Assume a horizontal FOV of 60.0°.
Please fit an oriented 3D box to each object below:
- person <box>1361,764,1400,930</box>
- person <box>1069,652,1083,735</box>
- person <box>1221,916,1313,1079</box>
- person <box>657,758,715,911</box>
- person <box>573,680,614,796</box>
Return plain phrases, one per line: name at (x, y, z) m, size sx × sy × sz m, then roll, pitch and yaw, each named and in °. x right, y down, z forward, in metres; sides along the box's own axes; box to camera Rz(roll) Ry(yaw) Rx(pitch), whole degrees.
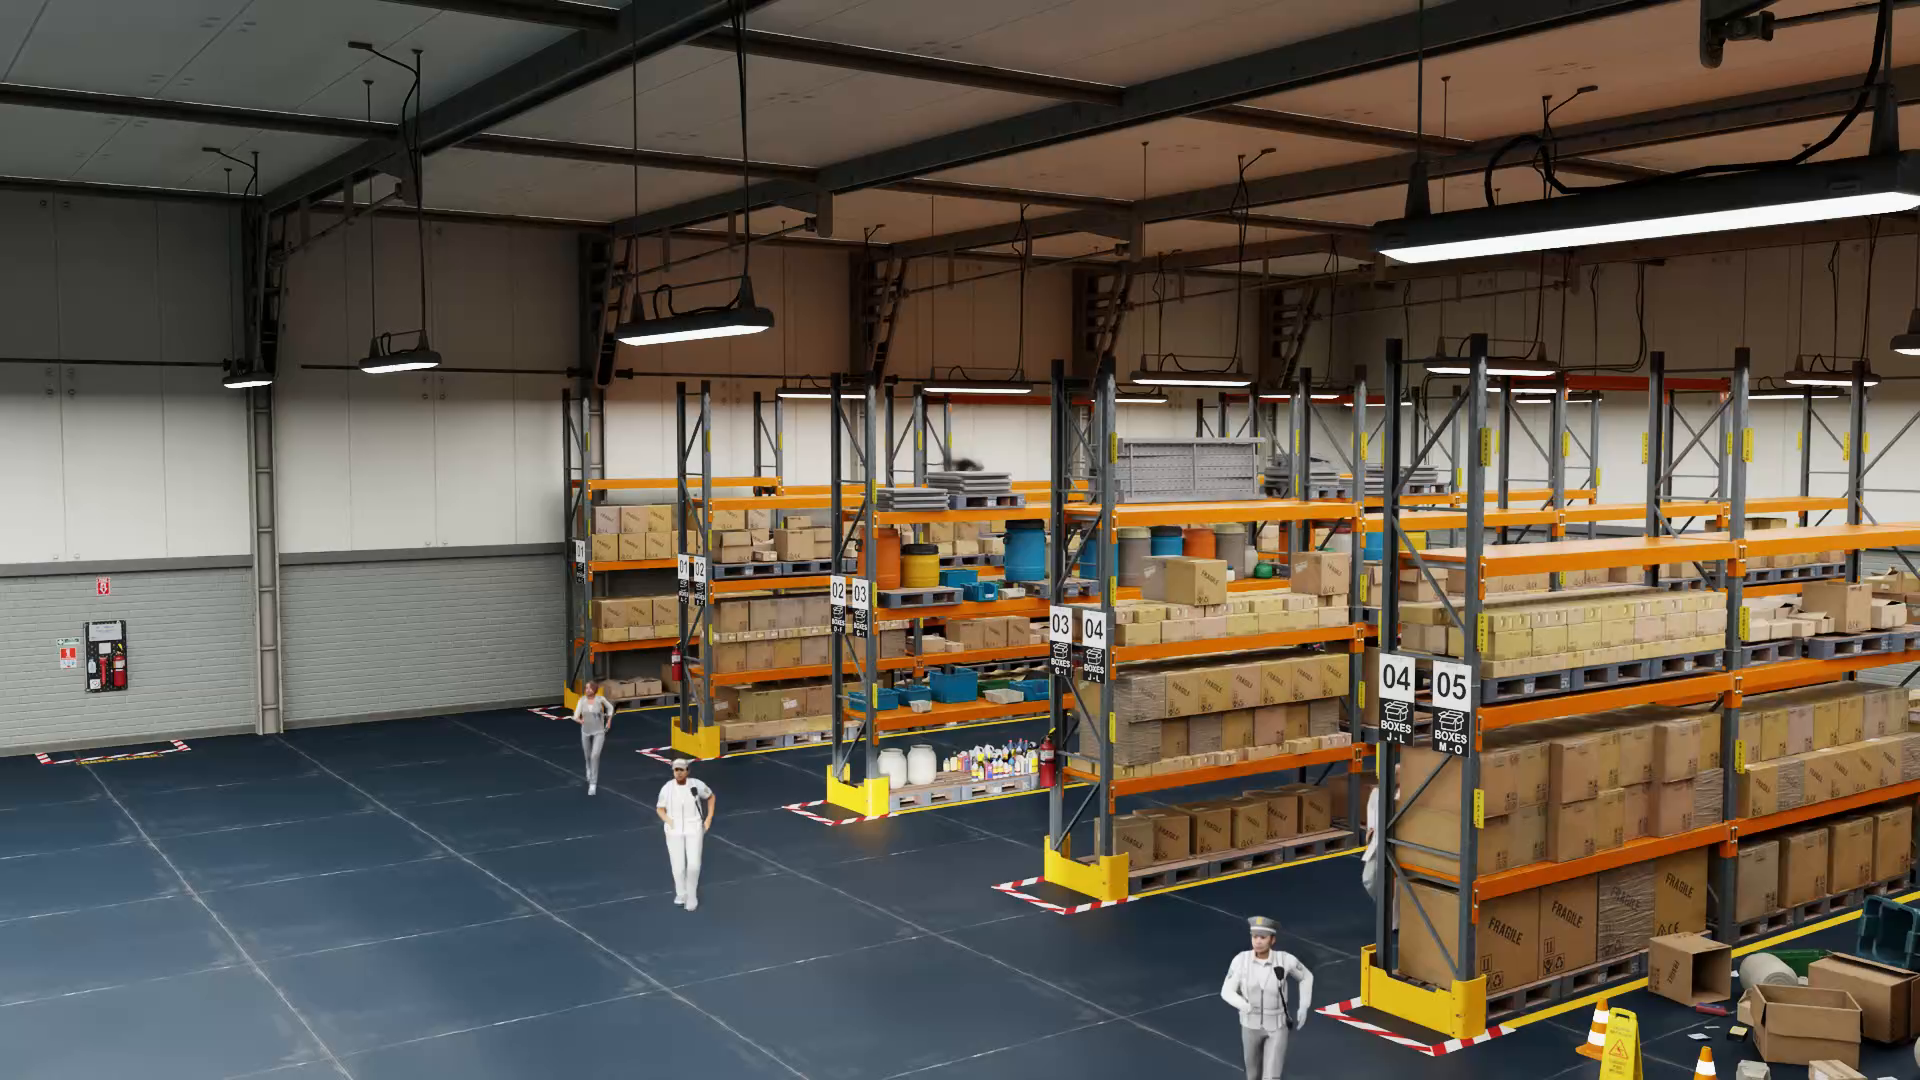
person at (4.425, 3.224, 17.171) m, size 0.680 × 1.659 × 0.691 m, roll 3°, pitch 5°, yaw 39°
person at (2.072, 2.471, 28.279) m, size 0.659 × 1.674 × 0.600 m, roll 3°, pitch 5°, yaw 43°
person at (2.226, 3.544, 12.067) m, size 0.621 × 1.733 × 0.916 m, roll 1°, pitch 4°, yaw 21°
person at (-2.984, 3.194, 18.061) m, size 0.614 × 1.652 × 0.653 m, roll 0°, pitch 4°, yaw -4°
person at (-5.302, 2.820, 24.086) m, size 0.550 × 1.606 × 0.885 m, roll 0°, pitch 4°, yaw -1°
